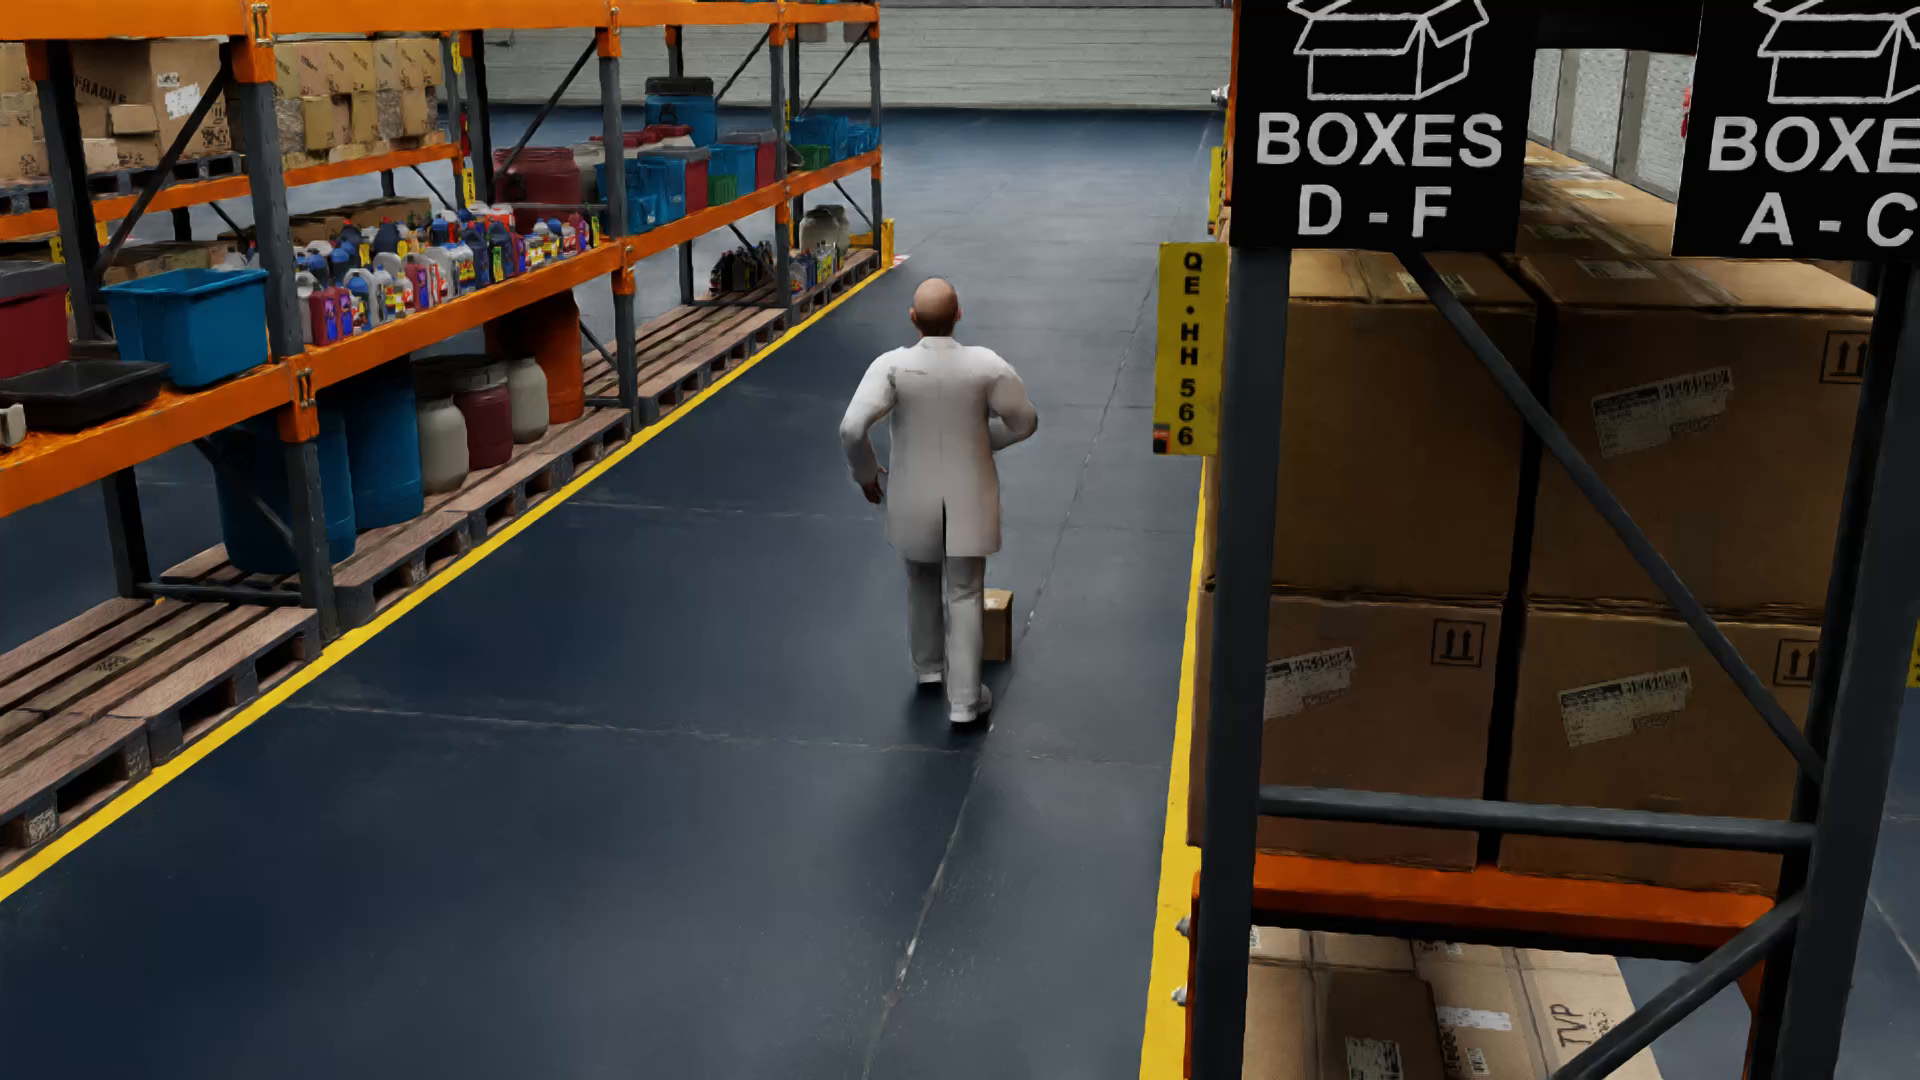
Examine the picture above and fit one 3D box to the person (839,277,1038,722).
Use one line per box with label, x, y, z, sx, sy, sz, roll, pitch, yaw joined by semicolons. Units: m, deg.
person;-0.078;-0.184;6.679;0.760;1.791;0.787;0;18;0
